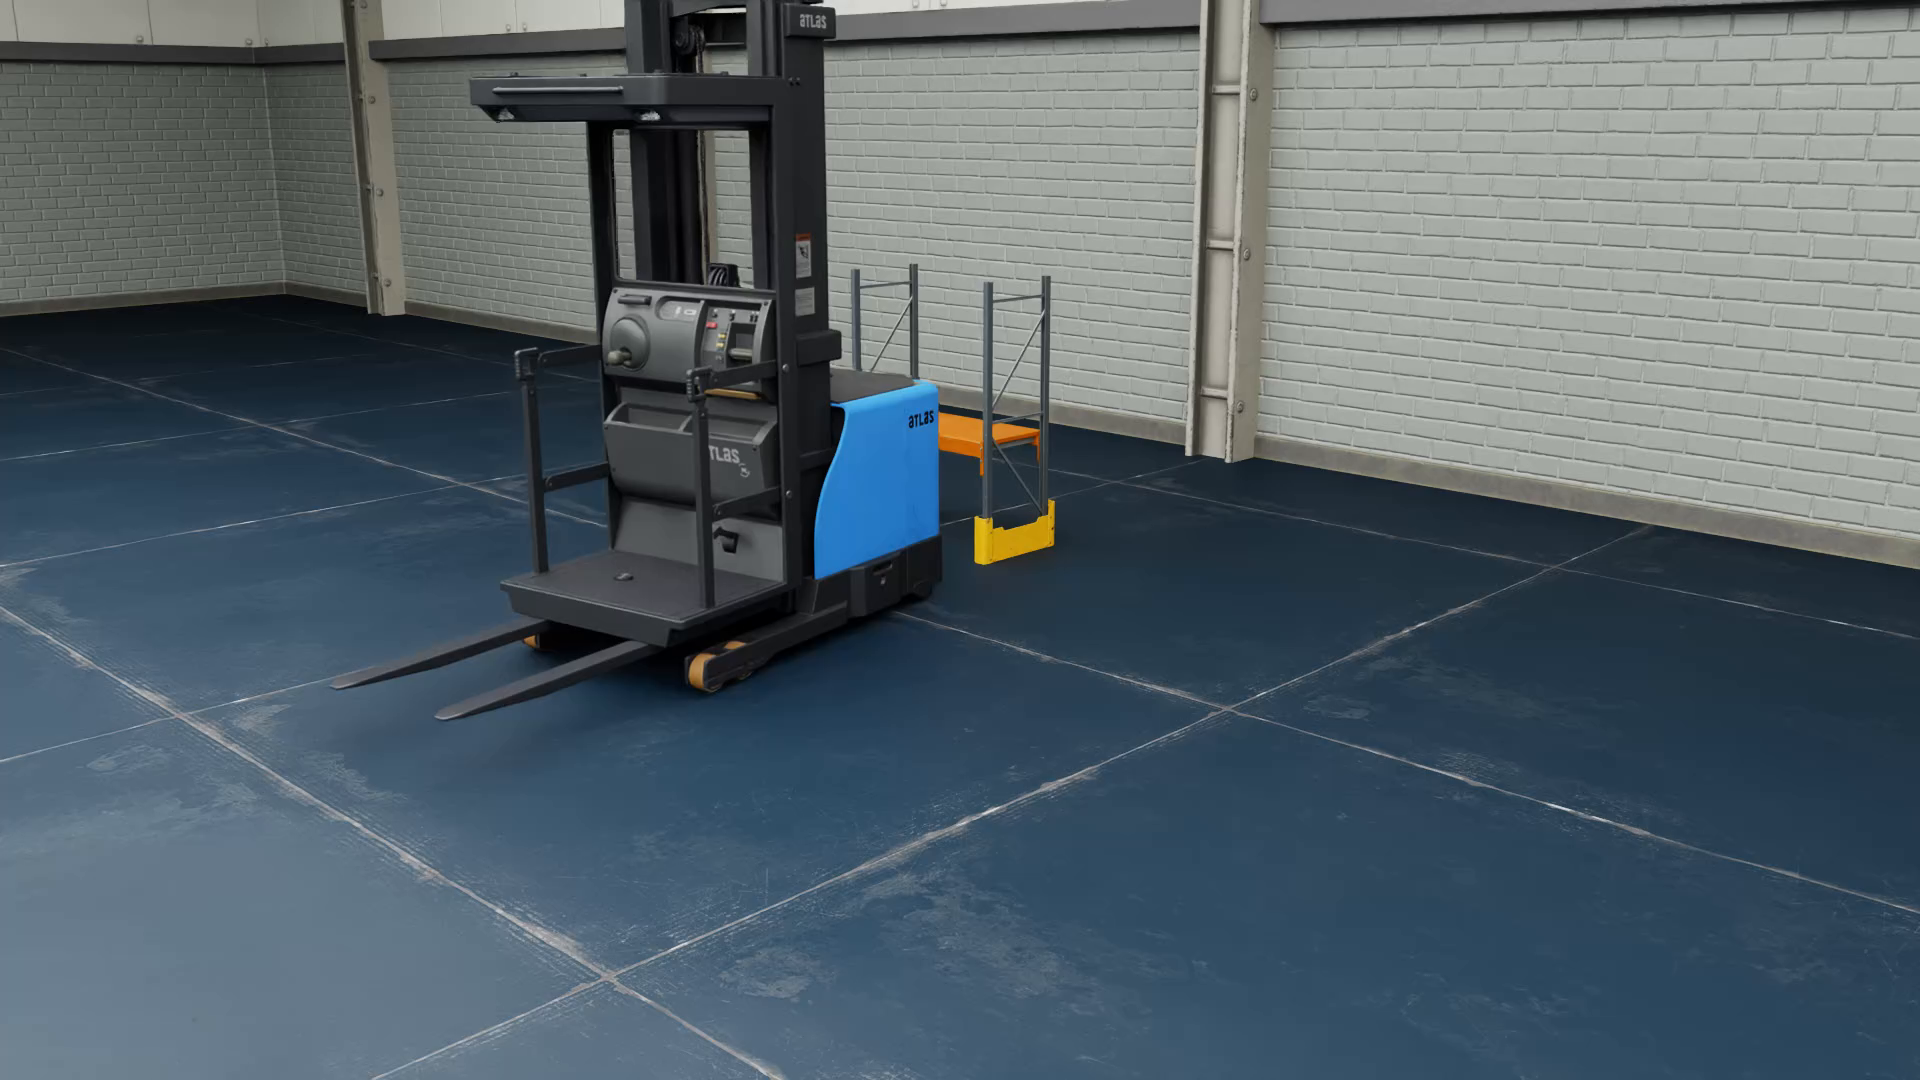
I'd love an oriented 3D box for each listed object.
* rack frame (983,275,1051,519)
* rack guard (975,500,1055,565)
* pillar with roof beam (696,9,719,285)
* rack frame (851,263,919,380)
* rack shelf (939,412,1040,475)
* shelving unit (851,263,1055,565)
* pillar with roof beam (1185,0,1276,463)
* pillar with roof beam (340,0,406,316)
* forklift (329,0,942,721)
[{"bbox_3d":[0.305,-0.652,8.959,0.032,1.500,0.500,14,20,42],"label":"rack frame"},{"bbox_3d":[0.304,-0.047,9.117,0.087,0.250,0.587,14,20,42],"label":"rack guard"},{"bbox_3d":[-5.474,-5.217,11.609,0.400,9.000,9.100,14,20,42],"label":"pillar with roof beam"},{"bbox_3d":[-0.427,-0.830,9.642,0.032,1.500,0.500,14,20,42],"label":"rack frame"},{"bbox_3d":[-0.061,-0.567,9.346,1.000,0.185,0.538,14,20,42],"label":"rack shelf"},{"bbox_3d":[-0.055,-0.739,9.294,1.083,1.500,0.587,14,20,42],"label":"shelving unit"},{"bbox_3d":[-1.154,-4.167,7.579,0.400,9.000,9.100,14,20,42],"label":"pillar with roof beam"},{"bbox_3d":[-9.793,-6.268,15.639,0.400,9.000,9.100,14,20,42],"label":"pillar with roof beam"},{"bbox_3d":[-1.319,-0.914,7.126,1.130,2.935,3.031,9,17,32],"label":"forklift"}]
